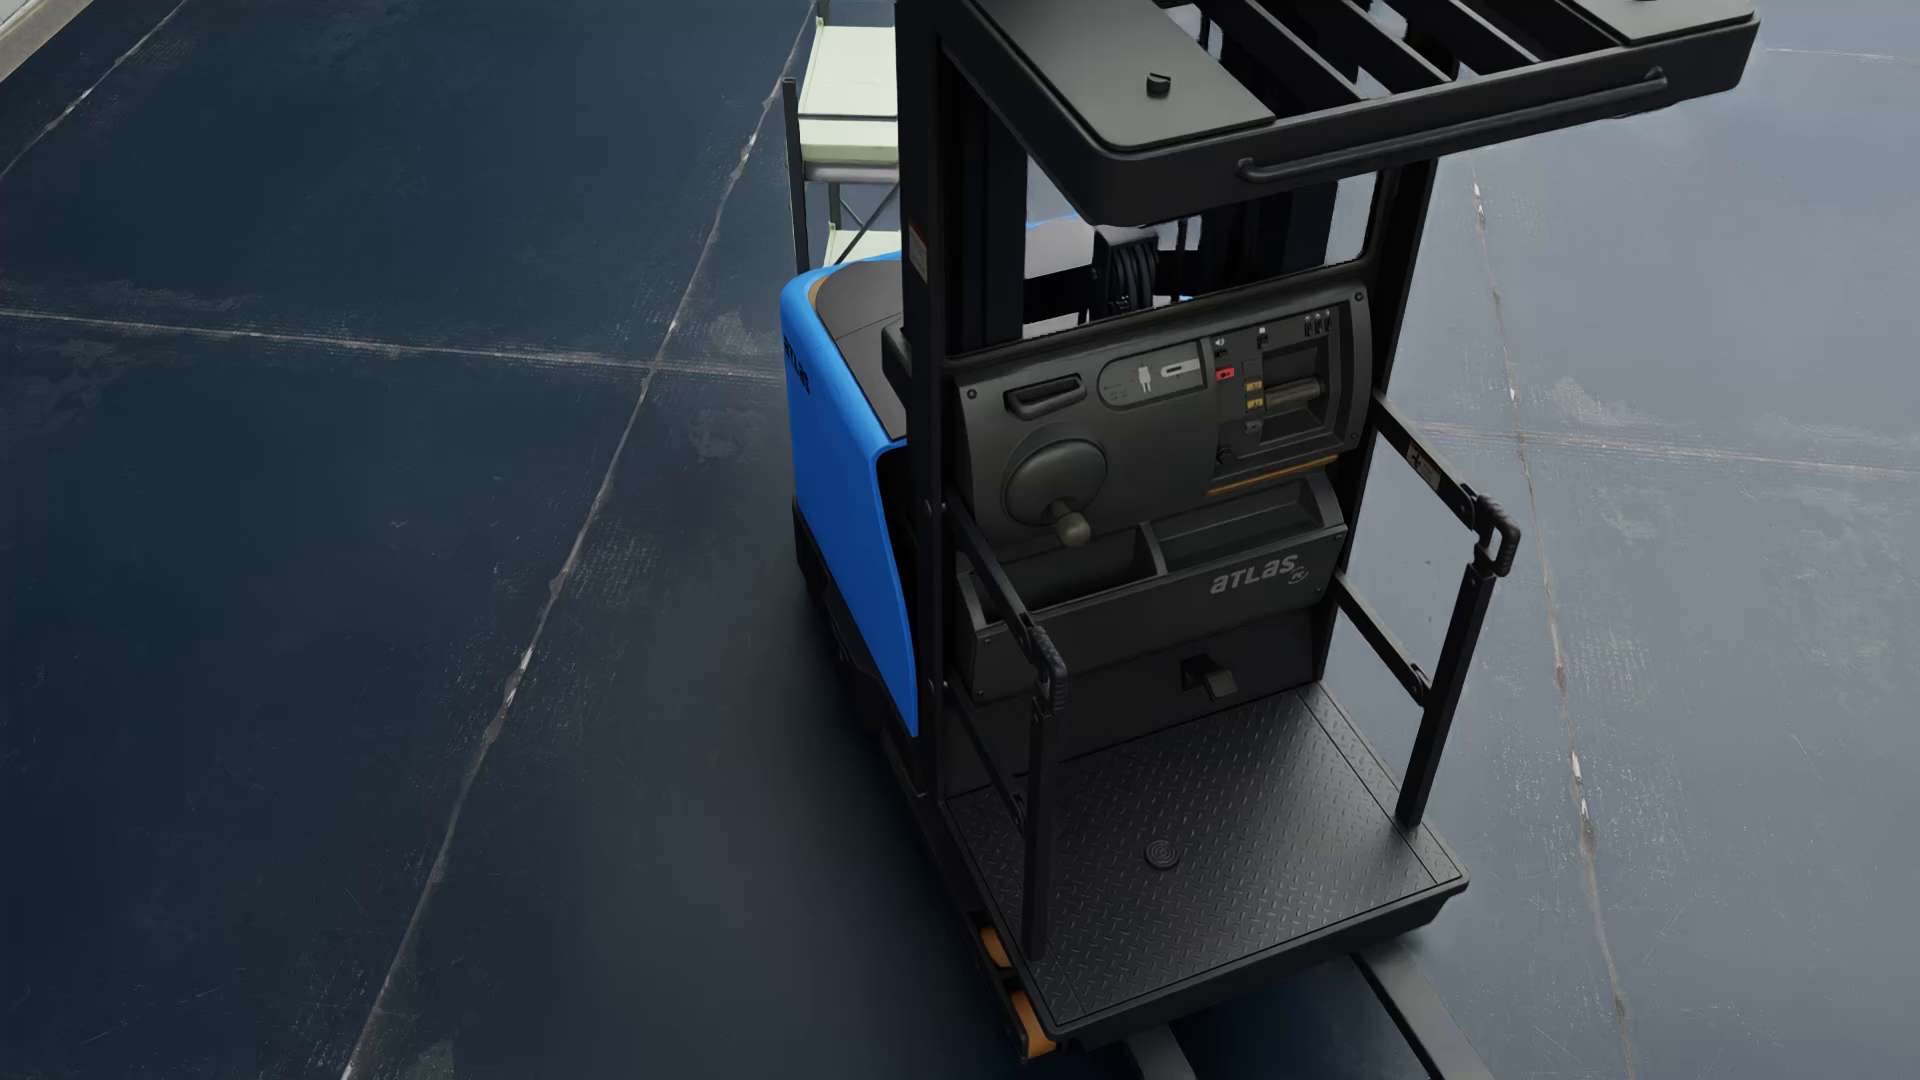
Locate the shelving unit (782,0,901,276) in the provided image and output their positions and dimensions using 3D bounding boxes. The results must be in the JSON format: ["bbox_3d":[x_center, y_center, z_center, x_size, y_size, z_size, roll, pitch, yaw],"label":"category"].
[{"bbox_3d":[-0.245,-0.900,5.110,0.431,1.500,0.755,2,43,2],"label":"shelving unit"}]

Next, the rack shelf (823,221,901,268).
[{"bbox_3d":[-0.245,-0.663,5.334,0.431,0.370,0.720,2,43,2],"label":"rack shelf"}]

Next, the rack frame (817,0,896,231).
[{"bbox_3d":[-0.227,-1.151,5.375,0.400,1.500,0.023,2,43,2],"label":"rack frame"}]

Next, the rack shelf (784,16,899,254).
[{"bbox_3d":[-0.245,-1.183,4.841,0.431,0.370,0.720,2,43,2],"label":"rack shelf"}]

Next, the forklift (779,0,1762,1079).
[{"bbox_3d":[0.522,-0.173,3.301,1.130,2.935,3.031,-15,46,-16],"label":"forklift"}]

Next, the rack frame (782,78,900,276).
[{"bbox_3d":[-0.263,-0.649,4.844,0.400,1.500,0.023,2,43,2],"label":"rack frame"}]
